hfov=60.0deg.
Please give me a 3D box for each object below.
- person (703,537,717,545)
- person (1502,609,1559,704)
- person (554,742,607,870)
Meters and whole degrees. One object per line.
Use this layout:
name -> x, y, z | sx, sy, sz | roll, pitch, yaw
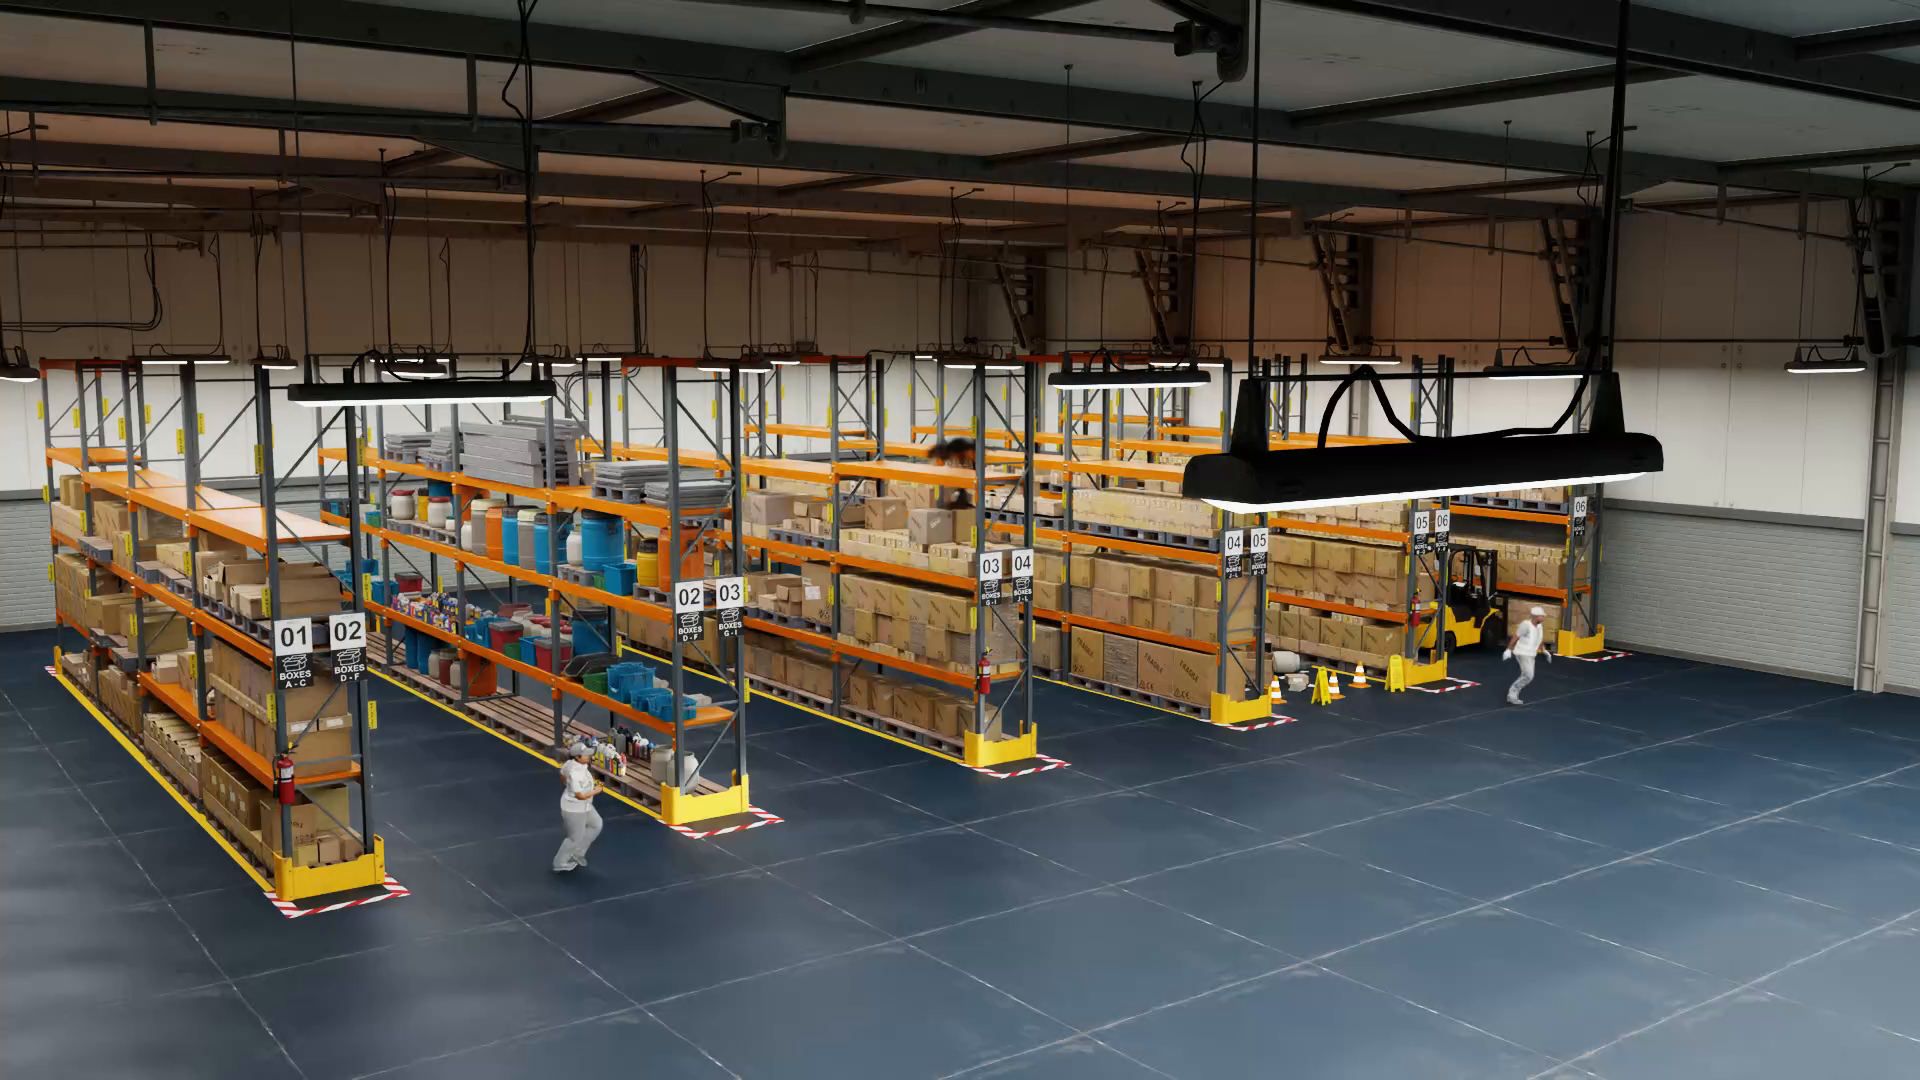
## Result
person -> -6.111, 0.622, 40.758 | 0.647, 1.767, 0.696 | -1, 7, -5
person -> 9.926, 2.022, 28.842 | 0.774, 1.700, 0.702 | 7, 10, 44
person -> -4.513, 3.178, 19.692 | 0.635, 1.658, 0.709 | -1, 7, -10
